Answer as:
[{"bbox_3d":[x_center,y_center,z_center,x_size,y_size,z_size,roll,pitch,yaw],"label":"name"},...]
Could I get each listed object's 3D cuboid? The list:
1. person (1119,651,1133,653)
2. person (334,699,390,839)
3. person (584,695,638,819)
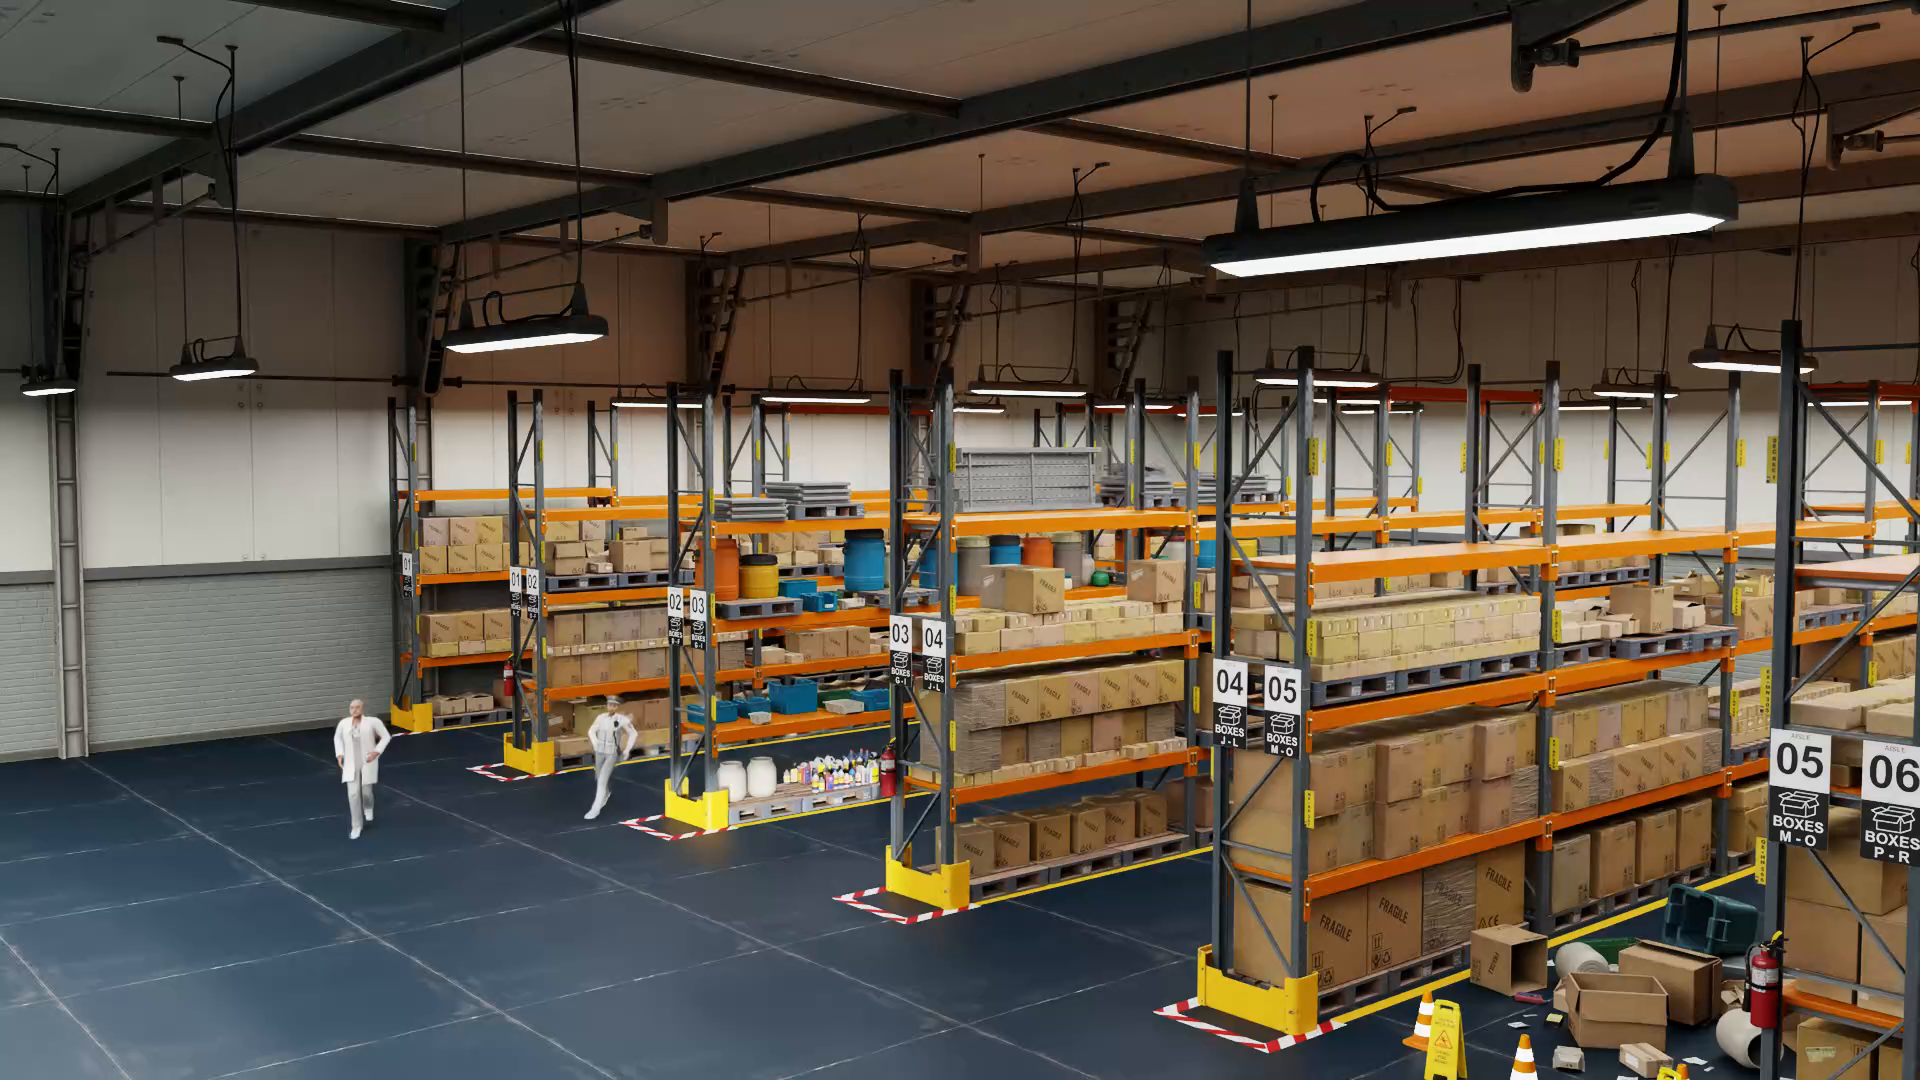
[{"bbox_3d":[3.031,2.261,31.226,0.587,1.627,0.533,3,4,42],"label":"person"},{"bbox_3d":[-7.936,3.000,22.086,0.733,1.806,0.853,0,3,-7],"label":"person"},{"bbox_3d":[-4.844,2.972,23.081,0.677,1.671,0.849,1,3,13],"label":"person"}]
